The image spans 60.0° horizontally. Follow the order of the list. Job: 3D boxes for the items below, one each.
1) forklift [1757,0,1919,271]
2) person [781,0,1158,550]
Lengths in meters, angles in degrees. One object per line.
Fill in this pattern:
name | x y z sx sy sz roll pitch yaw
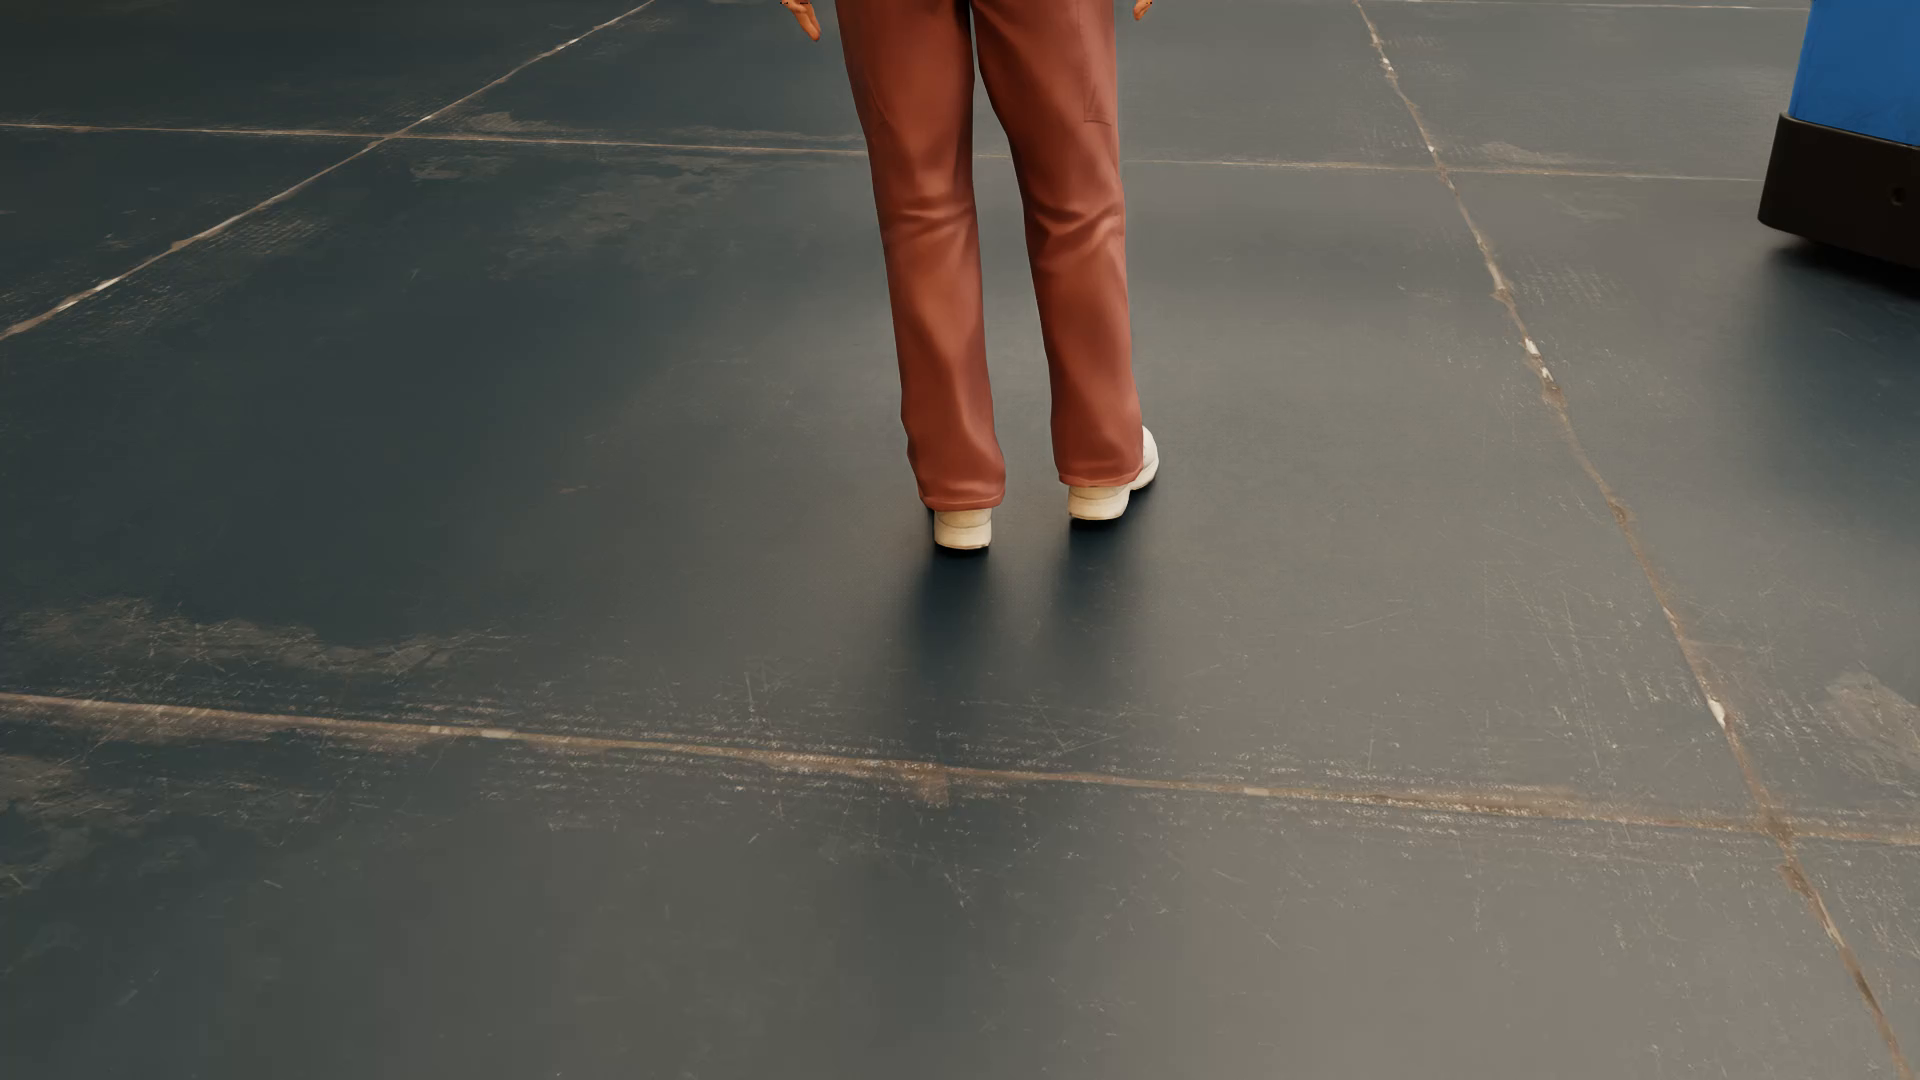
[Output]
forklift | 3.372 -2.090 3.407 3.031 2.935 1.130 -13 29 -24
person | 0.021 -0.788 2.187 0.555 1.675 0.549 3 27 7
